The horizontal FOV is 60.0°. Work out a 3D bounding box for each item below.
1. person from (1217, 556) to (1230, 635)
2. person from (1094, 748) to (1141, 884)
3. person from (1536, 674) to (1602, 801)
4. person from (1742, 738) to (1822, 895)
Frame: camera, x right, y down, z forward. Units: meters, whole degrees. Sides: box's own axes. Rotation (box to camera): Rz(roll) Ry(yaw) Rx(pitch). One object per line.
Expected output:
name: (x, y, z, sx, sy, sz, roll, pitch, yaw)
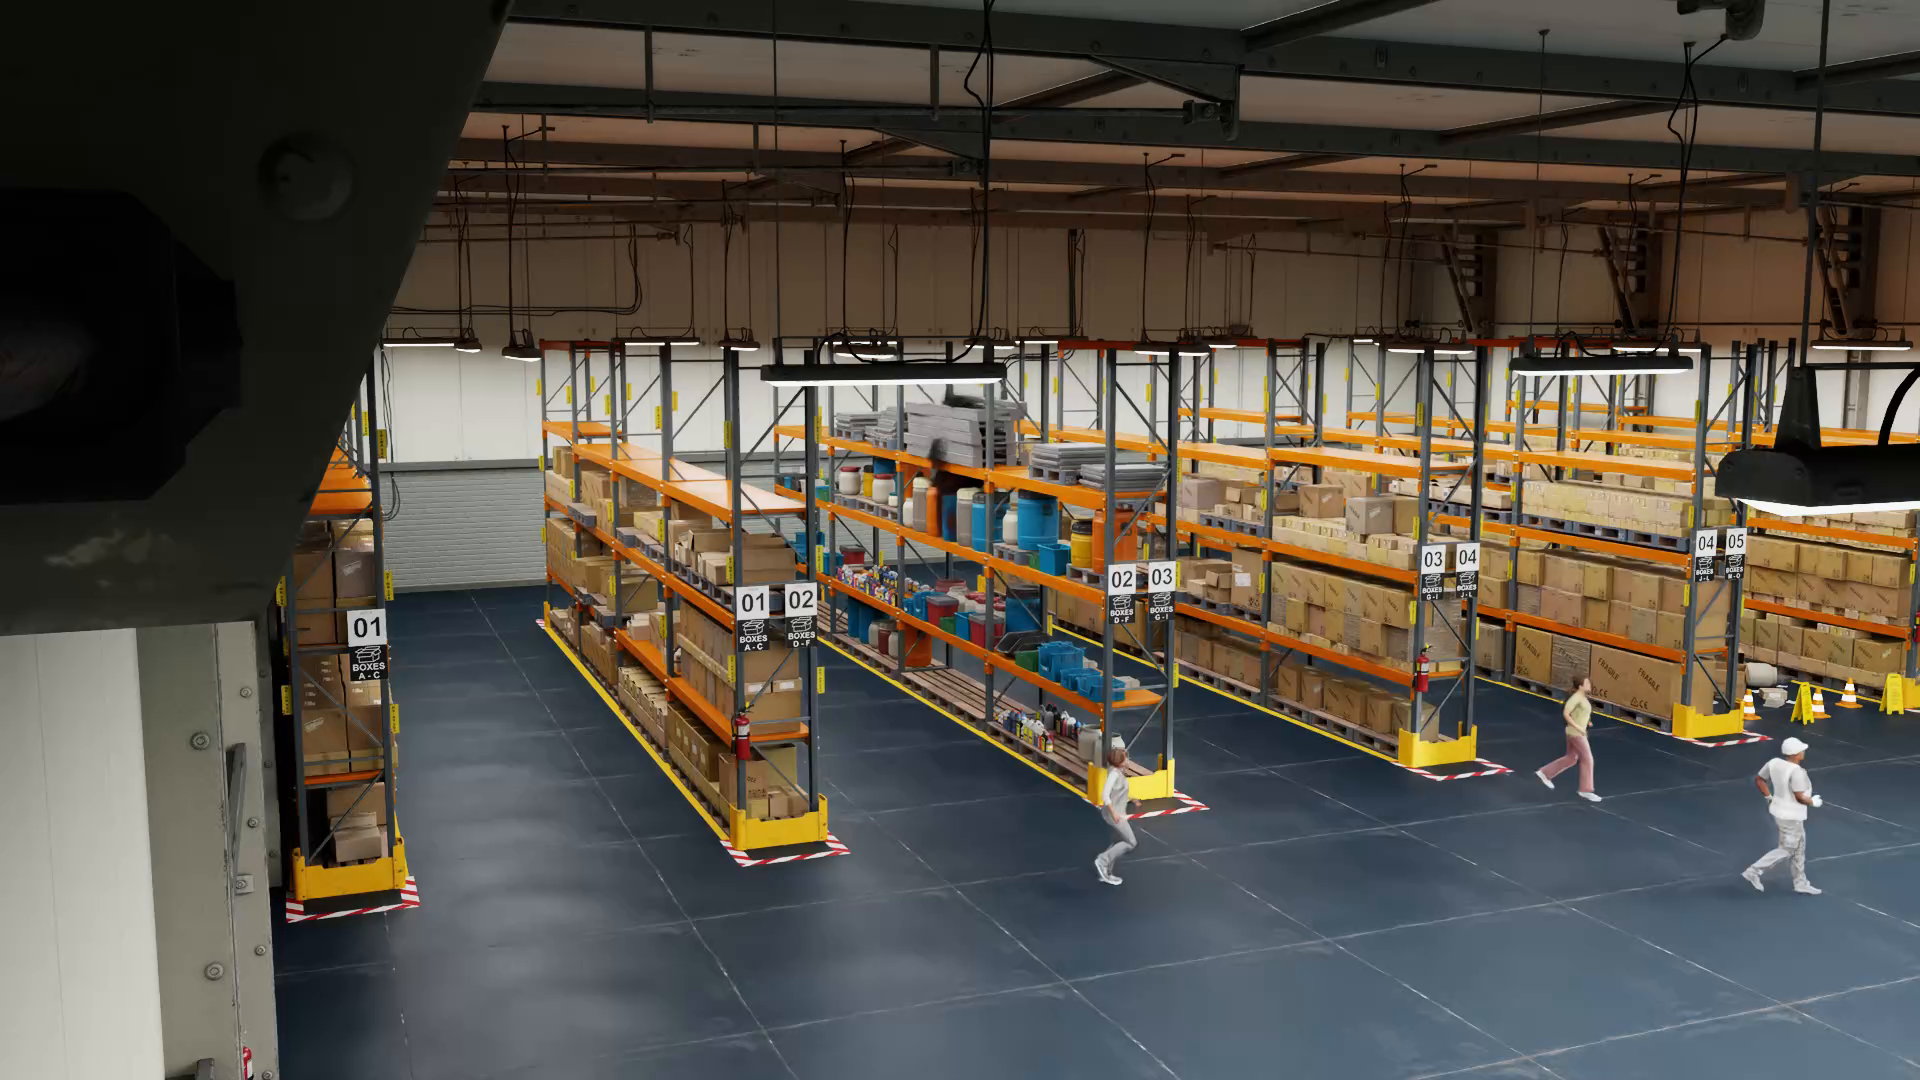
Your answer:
person: (5.250, 1.181, 33.365, 0.556, 1.714, 0.714, -4, 8, -26)
person: (1.787, 3.133, 18.826, 0.529, 1.546, 0.547, 0, 7, 2)
person: (8.183, 2.614, 22.263, 0.850, 1.688, 0.590, 3, 8, 21)
person: (9.147, 3.065, 18.382, 0.899, 1.786, 0.677, 0, 7, 3)
